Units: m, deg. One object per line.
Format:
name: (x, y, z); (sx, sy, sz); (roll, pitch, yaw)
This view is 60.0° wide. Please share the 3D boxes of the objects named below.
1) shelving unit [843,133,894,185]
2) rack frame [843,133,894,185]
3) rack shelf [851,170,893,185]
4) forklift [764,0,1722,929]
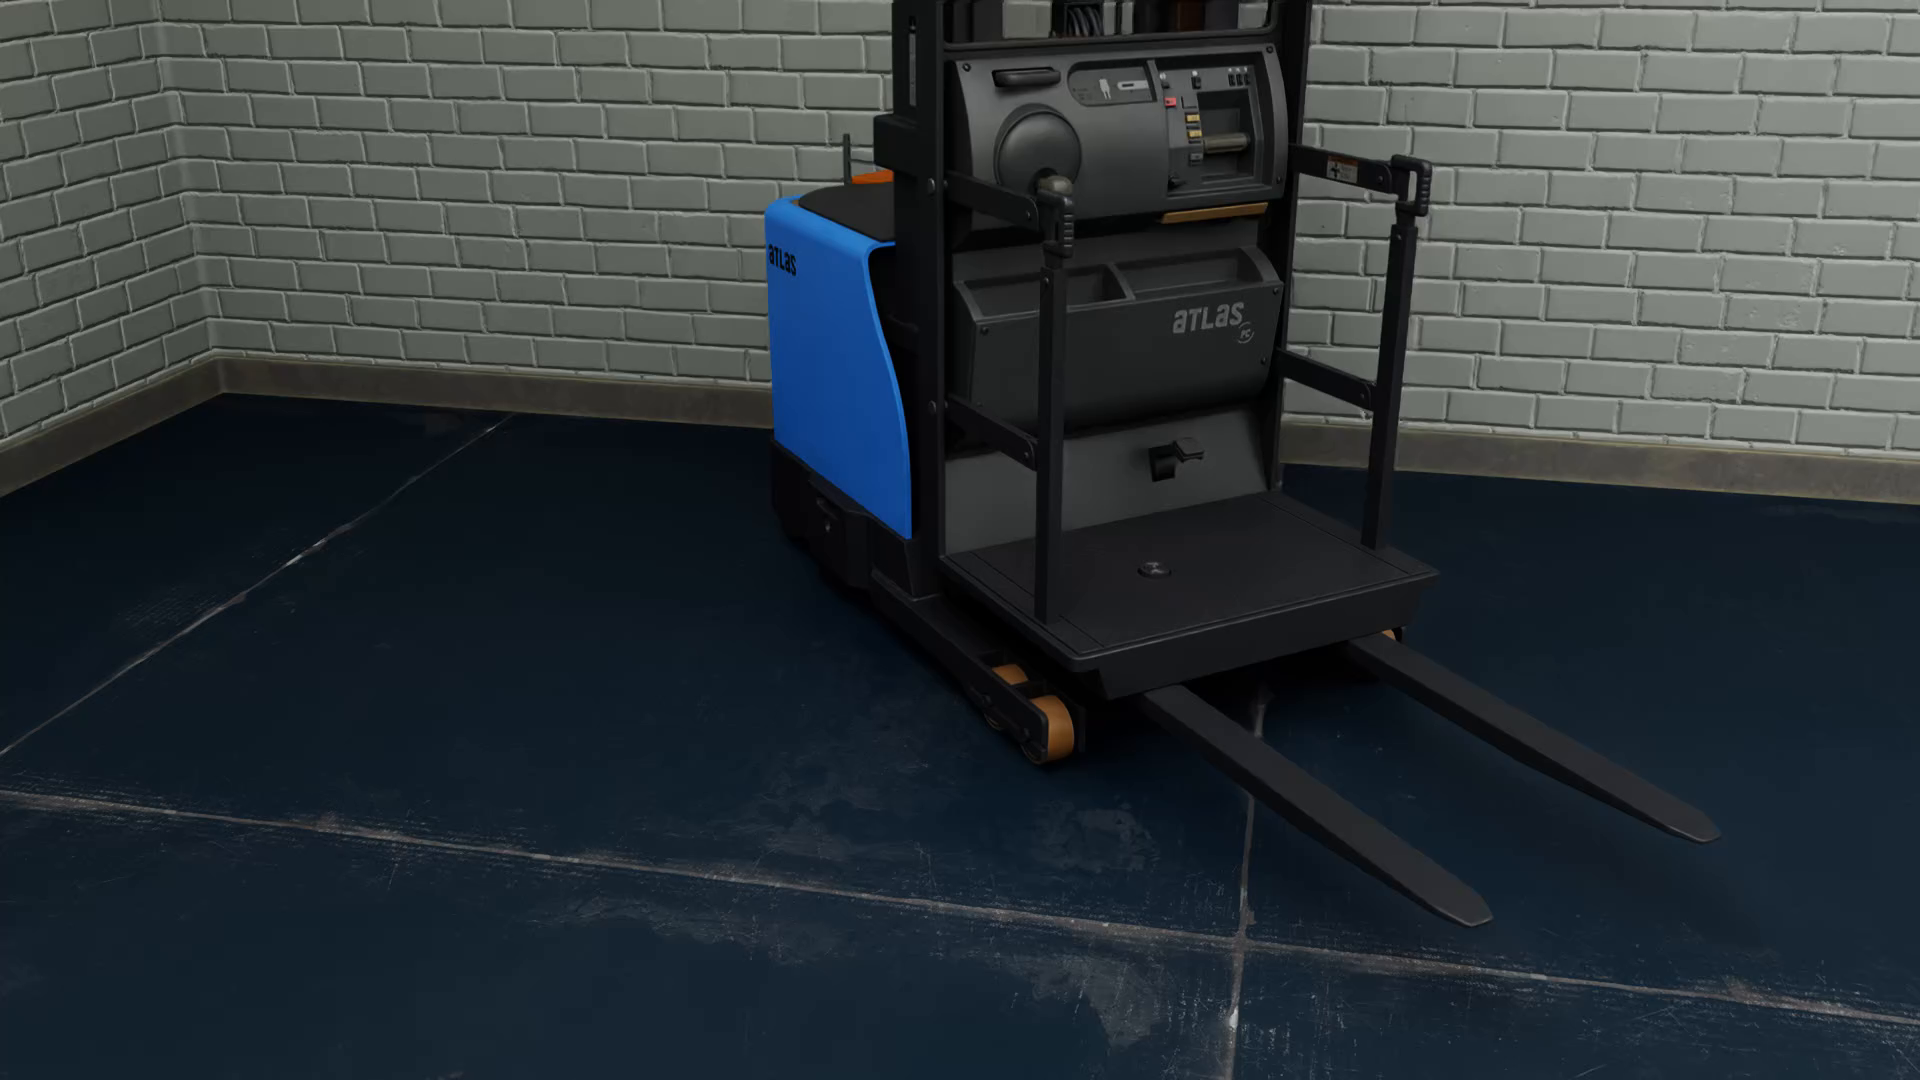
shelving unit: (-0.130, -0.816, 5.773); (0.258, 1.200, 0.503); (18, 28, 37)
rack frame: (-0.288, -0.746, 5.601); (0.240, 1.200, 0.015); (18, 28, 37)
rack shelf: (-0.130, -1.180, 5.626); (0.258, 0.148, 0.480); (18, 28, 37)
forklift: (0.517, -1.010, 3.937); (1.130, 2.935, 3.031); (-11, 24, -26)
